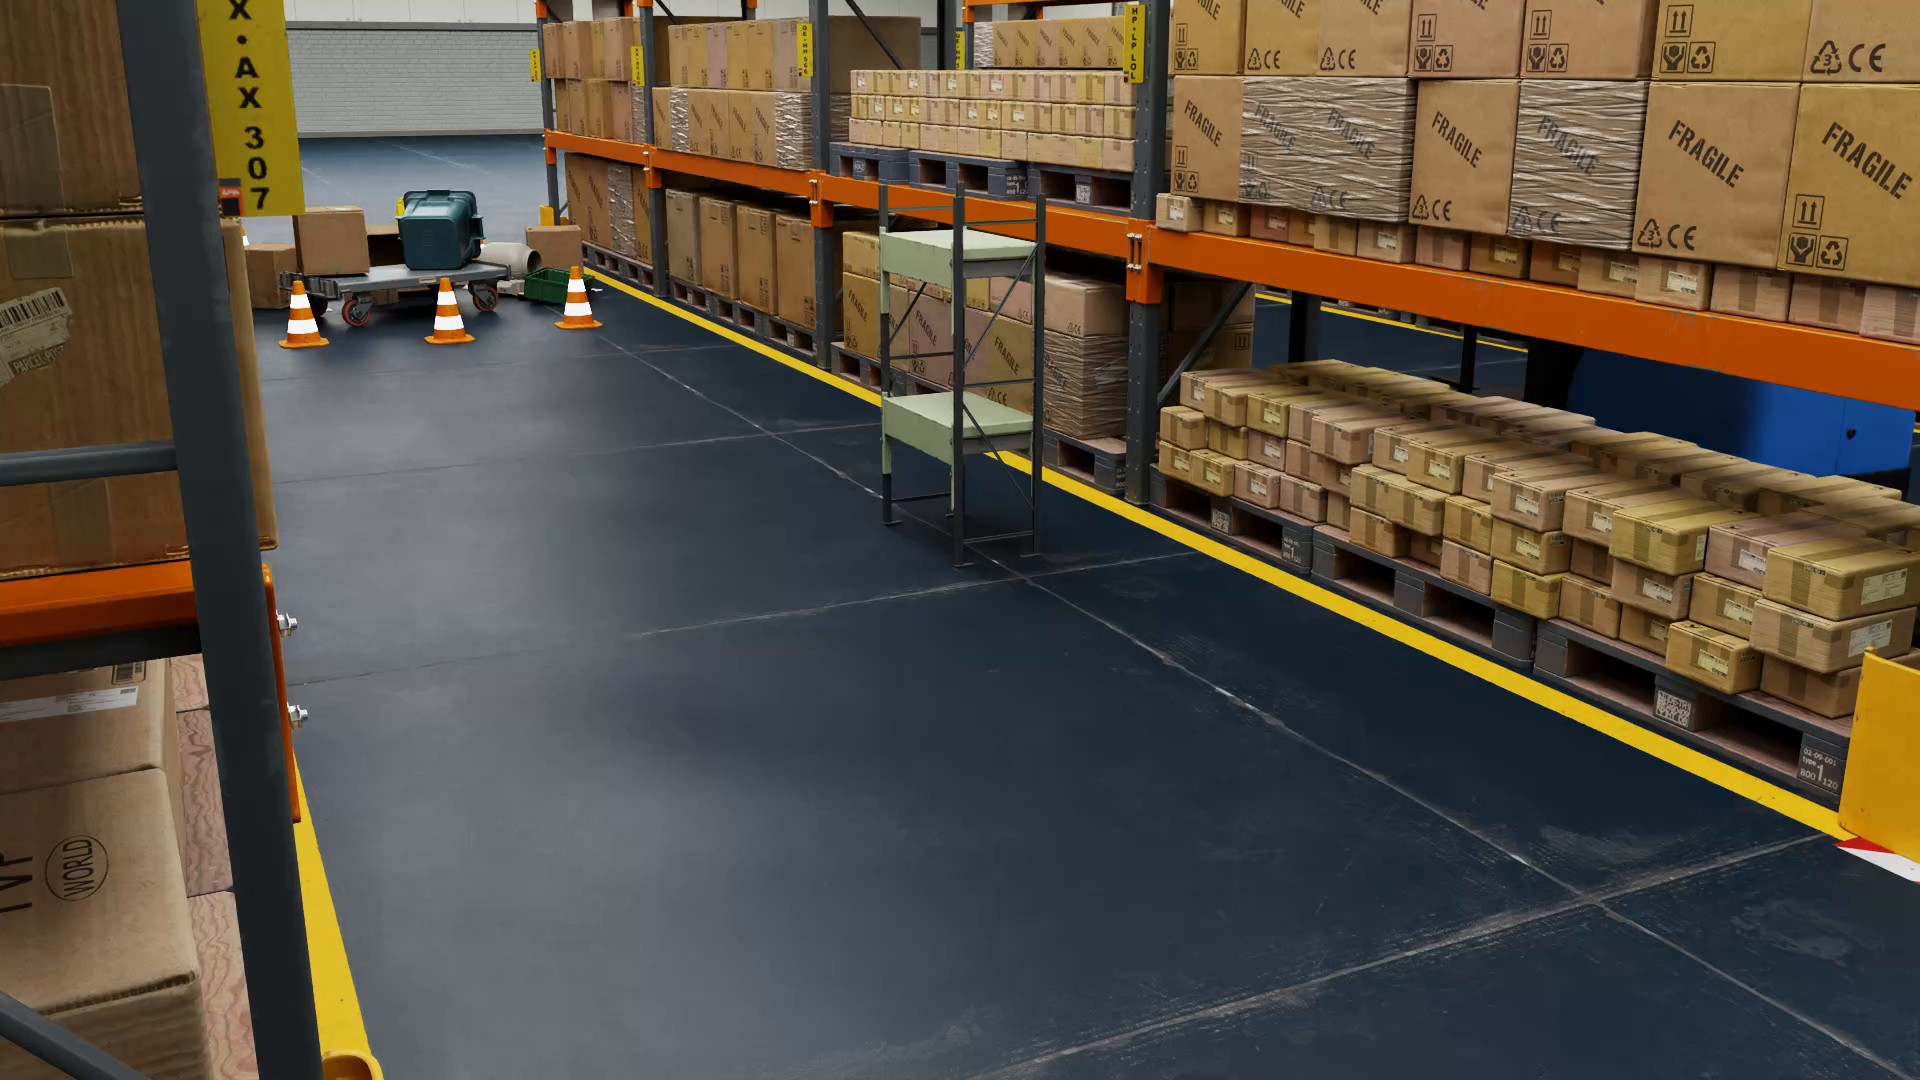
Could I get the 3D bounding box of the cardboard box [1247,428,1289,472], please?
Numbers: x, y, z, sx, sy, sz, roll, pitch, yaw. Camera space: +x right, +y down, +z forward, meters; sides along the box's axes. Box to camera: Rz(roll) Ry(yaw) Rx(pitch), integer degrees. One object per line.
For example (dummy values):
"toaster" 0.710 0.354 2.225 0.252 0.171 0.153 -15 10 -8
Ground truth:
"cardboard box" 1.456 -0.407 7.100 0.380 0.149 0.250 -8 18 -25

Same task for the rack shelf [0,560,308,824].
"rack shelf" -2.275 -0.204 3.829 1.077 0.370 4.000 -8 18 -25

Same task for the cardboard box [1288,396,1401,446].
"cardboard box" 1.576 -0.482 6.822 0.380 0.149 0.250 -8 18 -26

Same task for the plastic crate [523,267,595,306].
"plastic crate" -3.504 -2.214 14.521 0.450 0.188 0.662 11 16 1

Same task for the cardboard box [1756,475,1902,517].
"cardboard box" 2.859 -0.098 5.482 0.380 0.149 0.250 -8 18 -25

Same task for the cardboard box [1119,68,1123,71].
"cardboard box" 2.111 -4.537 16.904 0.875 0.500 0.500 -8 18 -25

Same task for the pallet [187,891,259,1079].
"pallet" -1.819 1.097 3.044 1.003 0.211 1.213 -8 18 -25

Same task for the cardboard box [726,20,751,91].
"cardboard box" -1.359 -3.681 12.647 0.700 0.500 0.500 -8 18 -25

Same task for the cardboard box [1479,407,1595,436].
"cardboard box" 2.282 -0.416 6.589 0.380 0.149 0.250 -8 18 -27

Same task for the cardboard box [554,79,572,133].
"cardboard box" -3.799 -4.630 17.676 0.875 0.550 0.550 -8 18 -25

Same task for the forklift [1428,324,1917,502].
"forklift" 3.111 -1.755 8.053 1.130 2.935 3.031 -7 17 -22

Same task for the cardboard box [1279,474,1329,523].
"cardboard box" 1.553 -0.194 6.894 0.380 0.149 0.250 -8 18 -26

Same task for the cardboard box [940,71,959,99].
"cardboard box" 0.108 -2.565 9.365 0.380 0.149 0.250 -7 17 -23

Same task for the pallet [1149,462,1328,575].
"pallet" 1.581 -0.167 7.449 1.003 0.211 1.213 -8 18 -25

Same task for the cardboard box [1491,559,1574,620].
"cardboard box" 2.059 0.143 5.722 0.380 0.149 0.250 -9 18 -27

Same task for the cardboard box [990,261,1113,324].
"cardboard box" 0.488 -1.313 8.800 0.500 0.250 0.500 -7 17 -22

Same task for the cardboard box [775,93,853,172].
"cardboard box" -0.937 -2.788 11.348 0.500 0.500 0.500 -8 18 -25

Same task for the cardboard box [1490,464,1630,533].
"cardboard box" 2.037 -0.146 5.648 0.380 0.149 0.250 -7 17 -23

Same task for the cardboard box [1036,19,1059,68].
"cardboard box" 1.154 -5.350 17.921 0.500 0.500 0.500 -8 18 -25

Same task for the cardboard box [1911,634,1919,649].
"cardboard box" 3.065 0.322 5.096 0.380 0.149 0.250 -7 18 -24

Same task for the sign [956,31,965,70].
"sign" -0.014 -3.248 11.174 0.100 0.325 0.005 -8 18 -25

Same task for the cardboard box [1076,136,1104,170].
"cardboard box" 0.788 -1.889 8.091 0.380 0.149 0.250 -8 18 -25

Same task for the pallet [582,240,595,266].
"pallet" -3.582 -3.116 17.725 1.003 0.211 1.213 -8 18 -25

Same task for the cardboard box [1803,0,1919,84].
"cardboard box" 2.583 -1.433 4.272 0.500 0.500 0.500 -8 18 -26

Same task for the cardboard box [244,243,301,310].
"cardboard box" -5.902 -2.260 14.214 0.500 0.500 0.500 4 16 13

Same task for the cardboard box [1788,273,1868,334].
"cardboard box" 2.535 -0.670 4.602 0.380 0.149 0.250 -8 18 -25

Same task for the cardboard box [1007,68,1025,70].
"cardboard box" 1.044 -5.161 19.077 0.875 0.500 0.500 -8 18 -25

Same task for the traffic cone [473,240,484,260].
"traffic cone" -5.046 -3.122 17.292 0.336 0.463 0.334 -8 18 -25

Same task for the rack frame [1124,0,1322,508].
"rack frame" 1.255 -1.669 7.630 1.000 3.000 0.127 -8 18 -25

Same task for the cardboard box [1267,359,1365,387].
"cardboard box" 1.644 -0.730 7.685 0.380 0.149 0.250 -7 17 -23

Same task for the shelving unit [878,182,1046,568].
"shelving unit" -0.003 -0.723 7.050 0.431 1.500 0.755 -8 18 -25

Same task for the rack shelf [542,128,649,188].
"rack shelf" -3.126 -3.803 16.370 1.077 0.370 4.000 -8 18 -25

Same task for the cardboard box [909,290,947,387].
"cardboard box" 0.035 -1.204 9.780 0.500 0.500 0.500 -8 18 -26

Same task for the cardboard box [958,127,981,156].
"cardboard box" 0.212 -2.214 9.221 0.380 0.149 0.250 -8 18 -27

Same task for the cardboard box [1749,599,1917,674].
"cardboard box" 2.519 0.252 4.804 0.380 0.149 0.250 -8 18 -26

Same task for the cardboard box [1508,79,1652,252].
"cardboard box" 2.127 -1.202 5.280 0.500 0.500 0.500 -8 18 -25

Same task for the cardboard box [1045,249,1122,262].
"cardboard box" 0.713 -1.504 9.465 0.500 0.250 0.500 -7 17 -23

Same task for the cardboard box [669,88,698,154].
"cardboard box" -2.040 -3.413 13.525 0.500 0.500 0.500 -7 18 -24

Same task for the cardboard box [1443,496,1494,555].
"cardboard box" 1.956 -0.070 5.923 0.380 0.149 0.250 -7 17 -22

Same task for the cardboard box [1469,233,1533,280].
"cardboard box" 1.994 -0.997 5.743 0.380 0.149 0.250 -7 18 -24

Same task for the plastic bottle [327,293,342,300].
"plastic bottle" -5.535 -2.164 14.681 0.133 0.061 0.283 -5 17 -15

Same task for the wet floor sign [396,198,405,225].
"wet floor sign" -5.795 -3.281 17.514 0.267 0.644 0.232 -11 20 -34

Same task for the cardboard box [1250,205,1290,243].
"cardboard box" 1.428 -1.324 6.882 0.380 0.149 0.250 -9 18 -27

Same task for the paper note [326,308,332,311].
"paper note" -5.354 -1.940 13.956 0.148 0.019 0.142 -8 18 -25

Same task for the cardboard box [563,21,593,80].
"cardboard box" -3.428 -4.859 16.514 0.875 0.550 0.550 -8 18 -25

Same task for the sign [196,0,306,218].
"sign" -0.897 -0.574 2.100 0.100 0.325 0.005 -8 18 -25

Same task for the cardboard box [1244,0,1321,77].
"cardboard box" 1.474 -2.073 6.503 0.500 0.500 0.500 -8 18 -27

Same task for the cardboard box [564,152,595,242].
"cardboard box" -3.646 -3.665 17.676 0.875 0.875 0.875 -8 18 -25

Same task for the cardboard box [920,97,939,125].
"cardboard box" -0.007 -2.484 9.623 0.380 0.149 0.250 -8 18 -25

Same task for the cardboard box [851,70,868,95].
"cardboard box" -0.468 -2.889 10.496 0.380 0.149 0.250 -8 18 -25

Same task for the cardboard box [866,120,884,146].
"cardboard box" -0.366 -2.540 10.359 0.380 0.149 0.250 -7 17 -22

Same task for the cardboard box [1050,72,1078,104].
"cardboard box" 0.673 -2.243 8.245 0.380 0.149 0.250 -8 18 -27

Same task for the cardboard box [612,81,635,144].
"cardboard box" -2.684 -3.949 15.301 0.875 0.550 0.550 -8 18 -25

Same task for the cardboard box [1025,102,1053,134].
"cardboard box" 0.556 -2.163 8.503 0.380 0.149 0.250 -8 18 -27

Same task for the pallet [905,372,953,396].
"pallet" 0.374 -0.825 9.742 1.003 0.211 1.213 -8 18 -25

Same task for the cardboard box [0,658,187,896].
"cardboard box" -2.186 0.598 3.613 0.875 0.438 0.875 -7 17 -23
